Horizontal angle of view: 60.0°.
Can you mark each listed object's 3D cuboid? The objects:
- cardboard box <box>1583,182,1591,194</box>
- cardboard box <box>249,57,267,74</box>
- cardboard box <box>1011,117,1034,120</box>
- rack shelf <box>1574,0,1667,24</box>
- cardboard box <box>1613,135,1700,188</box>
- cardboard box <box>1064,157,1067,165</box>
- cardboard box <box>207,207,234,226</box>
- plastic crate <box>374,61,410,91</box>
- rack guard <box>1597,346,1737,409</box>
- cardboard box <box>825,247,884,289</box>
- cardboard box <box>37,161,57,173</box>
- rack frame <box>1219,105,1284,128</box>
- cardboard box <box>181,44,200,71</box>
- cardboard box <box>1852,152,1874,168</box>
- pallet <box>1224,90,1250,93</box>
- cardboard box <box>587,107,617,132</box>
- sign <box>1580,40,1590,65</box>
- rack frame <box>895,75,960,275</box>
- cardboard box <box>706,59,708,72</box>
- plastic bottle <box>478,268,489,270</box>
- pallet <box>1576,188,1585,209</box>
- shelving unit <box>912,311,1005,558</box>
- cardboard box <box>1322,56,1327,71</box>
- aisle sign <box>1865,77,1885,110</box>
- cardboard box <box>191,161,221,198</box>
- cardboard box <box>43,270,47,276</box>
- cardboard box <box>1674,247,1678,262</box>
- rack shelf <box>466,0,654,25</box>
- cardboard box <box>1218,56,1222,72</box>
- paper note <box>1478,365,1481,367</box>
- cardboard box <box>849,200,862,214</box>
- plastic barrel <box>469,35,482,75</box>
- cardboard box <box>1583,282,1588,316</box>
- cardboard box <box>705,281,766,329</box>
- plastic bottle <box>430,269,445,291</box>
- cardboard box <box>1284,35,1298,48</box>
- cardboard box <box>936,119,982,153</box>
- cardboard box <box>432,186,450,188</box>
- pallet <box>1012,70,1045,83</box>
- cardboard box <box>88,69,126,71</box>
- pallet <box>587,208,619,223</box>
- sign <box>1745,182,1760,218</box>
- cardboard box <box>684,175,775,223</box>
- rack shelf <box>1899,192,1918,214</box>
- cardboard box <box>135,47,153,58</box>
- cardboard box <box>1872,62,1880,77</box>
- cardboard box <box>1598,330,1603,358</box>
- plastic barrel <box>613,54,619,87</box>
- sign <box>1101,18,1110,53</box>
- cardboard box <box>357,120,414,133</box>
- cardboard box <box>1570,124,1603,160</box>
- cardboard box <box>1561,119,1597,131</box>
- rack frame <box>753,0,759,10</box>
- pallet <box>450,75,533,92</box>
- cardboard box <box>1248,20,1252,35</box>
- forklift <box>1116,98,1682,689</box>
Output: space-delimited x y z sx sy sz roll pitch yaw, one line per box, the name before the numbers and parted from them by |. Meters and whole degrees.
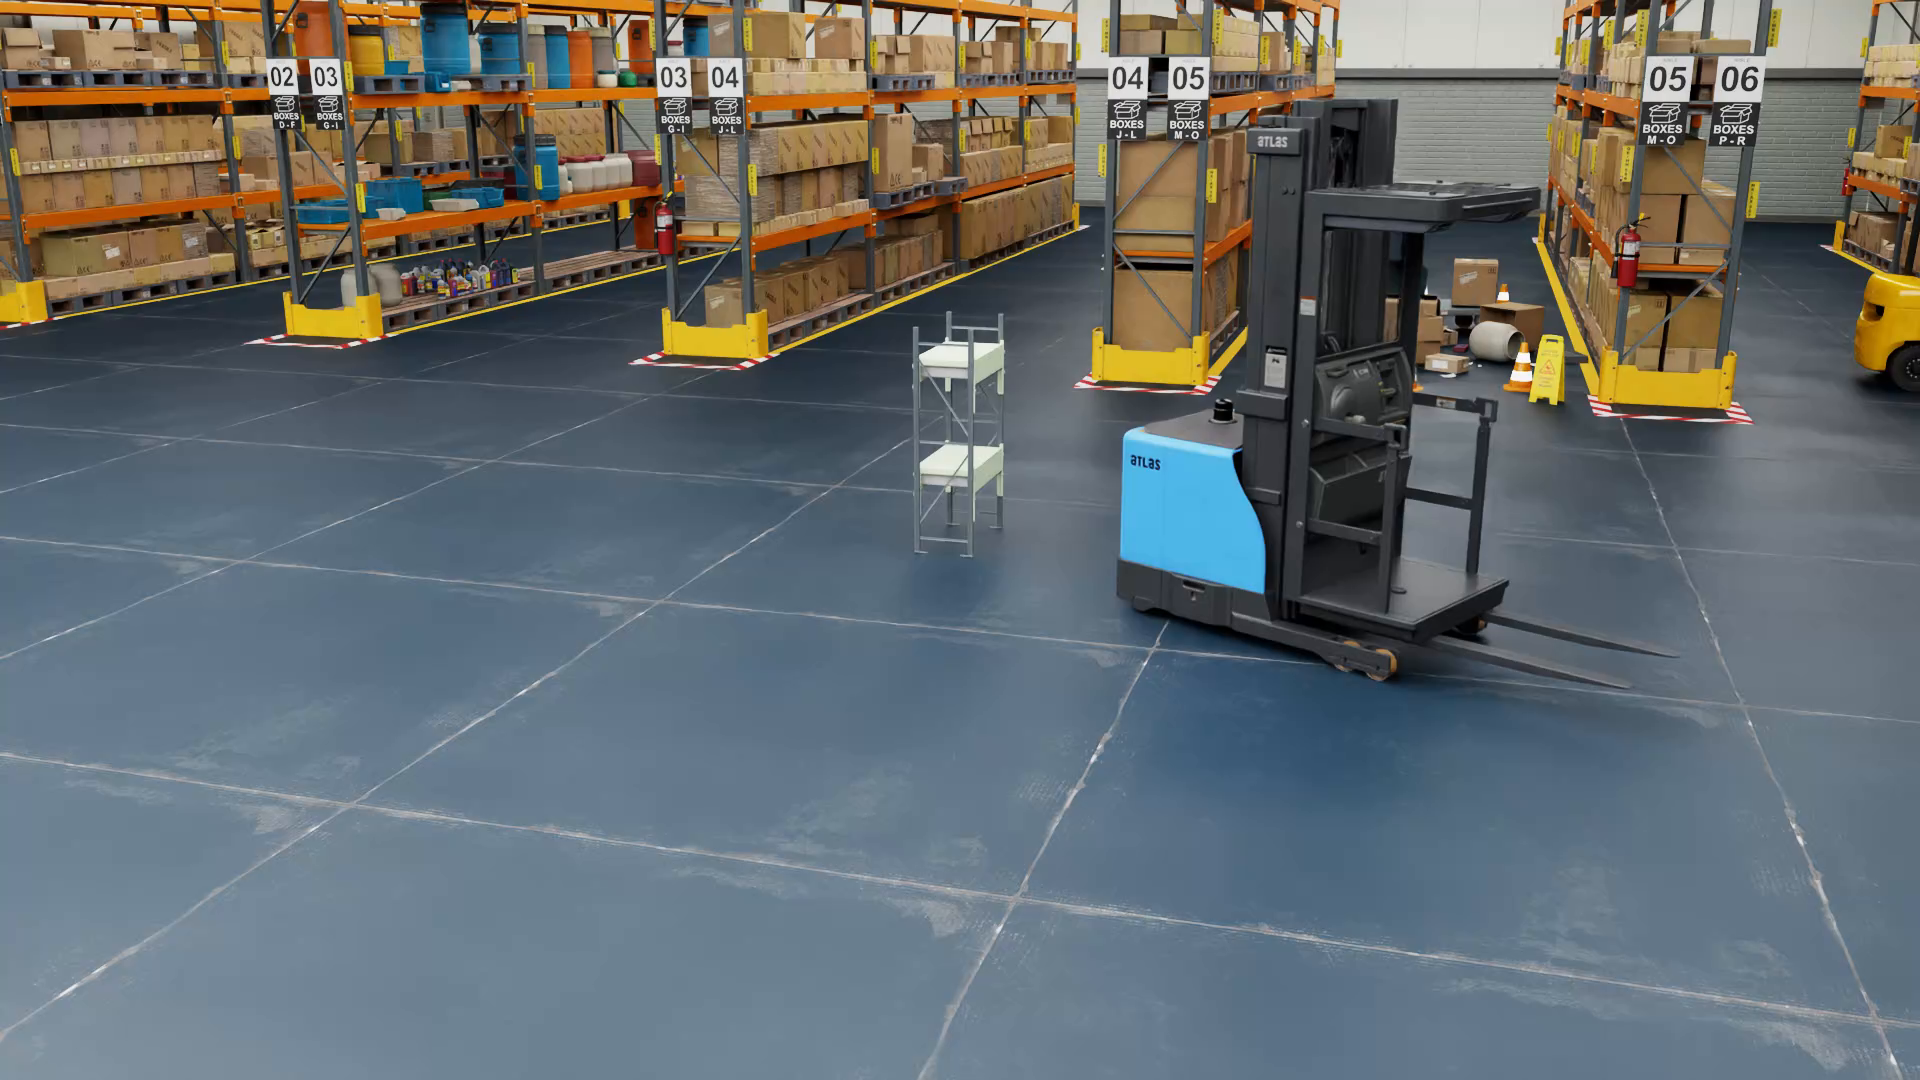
cardboard box | 8.407 -4.639 21.879 0.380 0.149 0.250 5 17 16
cardboard box | -10.787 -7.207 25.249 0.500 0.250 0.500 3 16 10
cardboard box | 1.104 -7.760 31.547 0.500 0.500 0.500 4 16 14
rack shelf | 9.579 -7.709 24.069 1.077 0.370 4.000 5 16 16
cardboard box | 6.824 -3.700 16.316 0.700 0.500 0.500 5 17 16
cardboard box | 1.852 -7.326 32.122 0.380 0.149 0.250 5 16 16
cardboard box | -14.148 -6.338 31.347 0.750 0.750 0.750 5 16 16
plastic crate | -7.260 -5.856 21.009 0.392 0.384 0.575 5 16 16
rack guard | 6.759 -1.563 15.922 1.175 0.500 0.348 5 16 16
cardboard box | -1.433 -3.728 22.752 0.700 0.500 0.500 3 16 12
cardboard box | -11.871 -4.798 21.378 0.380 0.149 0.250 4 16 14
rack frame | 4.236 -5.196 24.150 1.000 3.000 0.127 5 16 16
cardboard box | -14.386 -8.880 30.652 0.700 0.500 0.500 6 17 19
cardboard box | 15.657 -6.520 28.551 0.500 0.250 0.500 5 17 16
pallet | 3.312 -5.744 20.937 0.805 0.209 1.217 4 16 14
cardboard box | -7.577 -8.860 35.055 0.500 0.500 0.500 4 16 15
sign | 8.481 -6.613 22.559 0.100 0.325 0.005 5 16 16
rack frame | -0.491 -5.607 25.600 1.000 3.000 0.127 5 16 16
cardboard box | -2.798 -5.232 18.327 0.380 0.149 0.250 4 16 14
plastic bottle | -6.487 -3.610 22.743 0.152 0.276 0.135 5 16 16
pallet | 8.910 -4.551 22.230 1.213 0.211 1.003 5 16 16
shelving unit | -0.002 -0.720 11.119 0.431 1.500 0.755 5 16 16
cardboard box | 6.042 -8.221 28.680 0.500 0.250 0.500 5 17 17
aisle sign | 15.782 -7.839 28.704 0.394 0.787 0.004 5 16 16
cardboard box | -11.245 -5.261 24.197 0.700 0.500 0.500 4 16 14
cardboard box | -12.262 -3.457 22.290 0.500 0.250 0.500 5 16 16
cardboard box | 7.090 -2.764 16.039 0.380 0.149 0.250 5 17 17
rack shelf | -5.808 -7.815 24.443 1.077 0.370 4.000 5 16 16
cardboard box | 2.439 -4.807 16.789 0.380 0.149 0.250 5 17 16
paper note | 5.609 -1.882 17.947 0.032 0.001 0.123 5 16 16
cardboard box | -1.487 -4.296 21.438 0.380 0.149 0.250 5 16 16
plastic barrel | -6.687 -6.546 22.439 0.421 0.512 0.421 0 16 0
cardboard box | 8.020 -2.867 19.986 0.950 0.372 0.625 5 17 17
cardboard box | -2.571 -2.675 19.076 0.500 0.500 0.500 8 18 26
plastic bottle | -7.029 -3.501 22.361 0.152 0.276 0.135 5 16 16
cardboard box | 4.762 -7.275 24.396 0.396 0.266 0.258 5 16 16
cardboard box | -0.080 -6.498 26.719 0.797 0.503 0.637 5 17 17
cardboard box | -9.506 -6.423 30.878 0.500 0.250 0.500 5 16 16
pallet | 0.888 -8.267 29.644 1.003 0.211 1.213 5 16 16
cardboard box | -14.684 -7.960 28.525 0.500 0.311 0.500 5 16 16
pallet | -7.962 -6.899 35.265 1.003 0.211 1.213 5 16 16
sign | 7.257 -3.120 15.245 0.100 0.325 0.005 5 16 16
cardboard box | -2.582 -3.847 18.666 0.875 0.500 0.500 5 16 16
rack shelf | 14.339 -4.632 23.480 1.077 0.370 4.000 5 16 16
cardboard box | -11.674 -6.746 23.258 0.500 0.311 0.500 4 16 13
cardboard box | 15.531 -7.832 27.677 0.500 0.250 0.500 5 17 17
cardboard box | 6.864 -1.992 17.124 0.500 0.250 0.500 5 16 16
plastic barrel | -5.622 -7.430 26.326 0.421 0.512 0.421 0 16 0
sign | 1.446 -4.979 16.413 0.100 0.325 0.005 5 16 16
cardboard box | -12.600 -8.862 36.527 0.980 0.700 0.700 5 17 18
cardboard box | 9.192 -5.787 24.220 0.500 0.500 0.500 5 16 16
cardboard box | 10.017 -6.559 26.940 0.500 0.500 0.500 4 16 15
rack frame | -4.103 -9.924 29.825 1.000 3.000 0.127 5 16 16
pallet | -6.488 -6.100 22.188 1.213 0.211 1.003 5 16 16
cardboard box | 3.086 -5.788 18.787 0.380 0.149 0.250 5 17 17
forklift | 2.348 -0.831 8.889 3.031 2.935 1.130 14 21 41
